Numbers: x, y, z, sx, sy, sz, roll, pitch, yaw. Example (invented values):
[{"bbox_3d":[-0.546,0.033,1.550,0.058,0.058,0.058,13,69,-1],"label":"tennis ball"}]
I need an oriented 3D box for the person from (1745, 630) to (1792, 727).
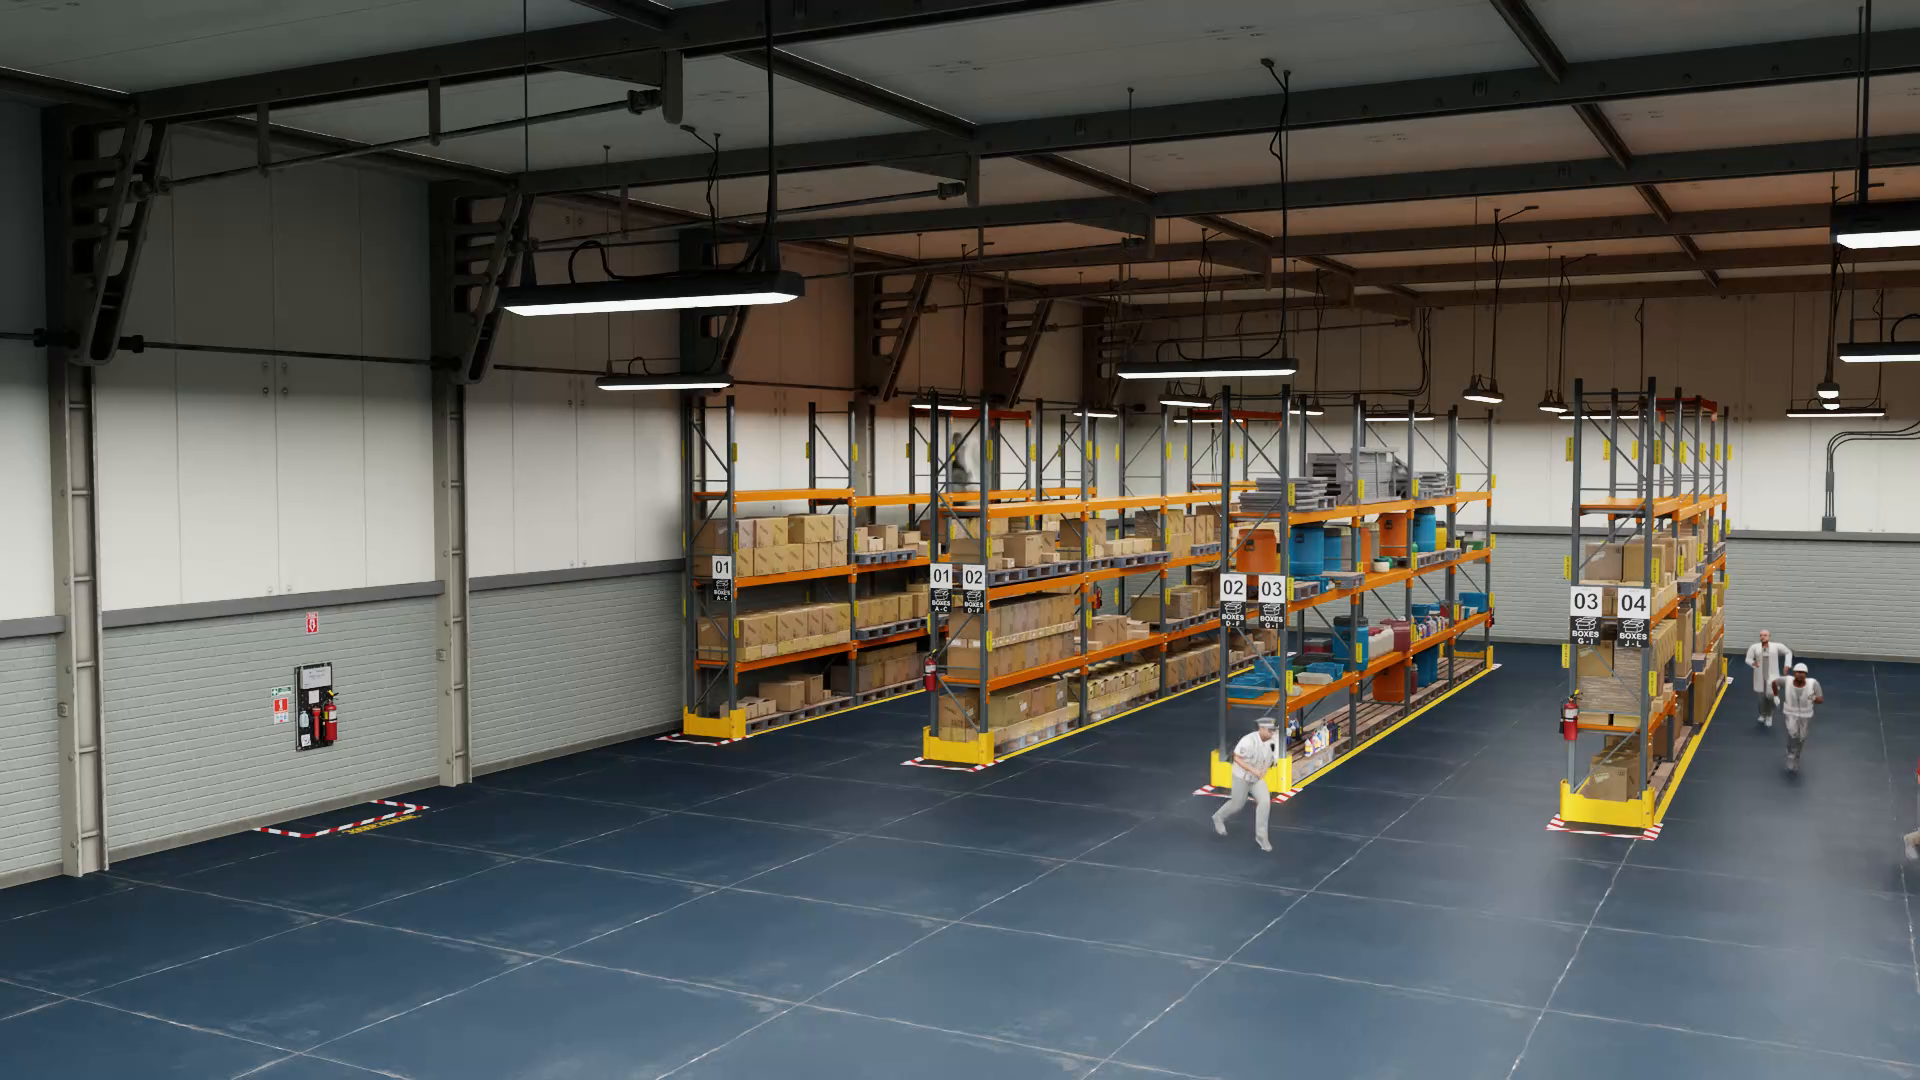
[{"bbox_3d":[14.729,2.517,30.331,0.734,1.763,0.932,2,4,36],"label":"person"}]

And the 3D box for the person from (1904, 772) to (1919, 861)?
[{"bbox_3d":[11.585,3.124,19.576,0.693,1.690,1.066,0,3,-7],"label":"person"}]

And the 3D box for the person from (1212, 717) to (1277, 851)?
[{"bbox_3d":[3.641,3.072,21.285,0.703,1.721,1.024,-2,4,-38],"label":"person"}]

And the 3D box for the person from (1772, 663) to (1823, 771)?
[{"bbox_3d":[13.081,2.753,25.988,0.666,1.703,0.909,1,3,16],"label":"person"}]
